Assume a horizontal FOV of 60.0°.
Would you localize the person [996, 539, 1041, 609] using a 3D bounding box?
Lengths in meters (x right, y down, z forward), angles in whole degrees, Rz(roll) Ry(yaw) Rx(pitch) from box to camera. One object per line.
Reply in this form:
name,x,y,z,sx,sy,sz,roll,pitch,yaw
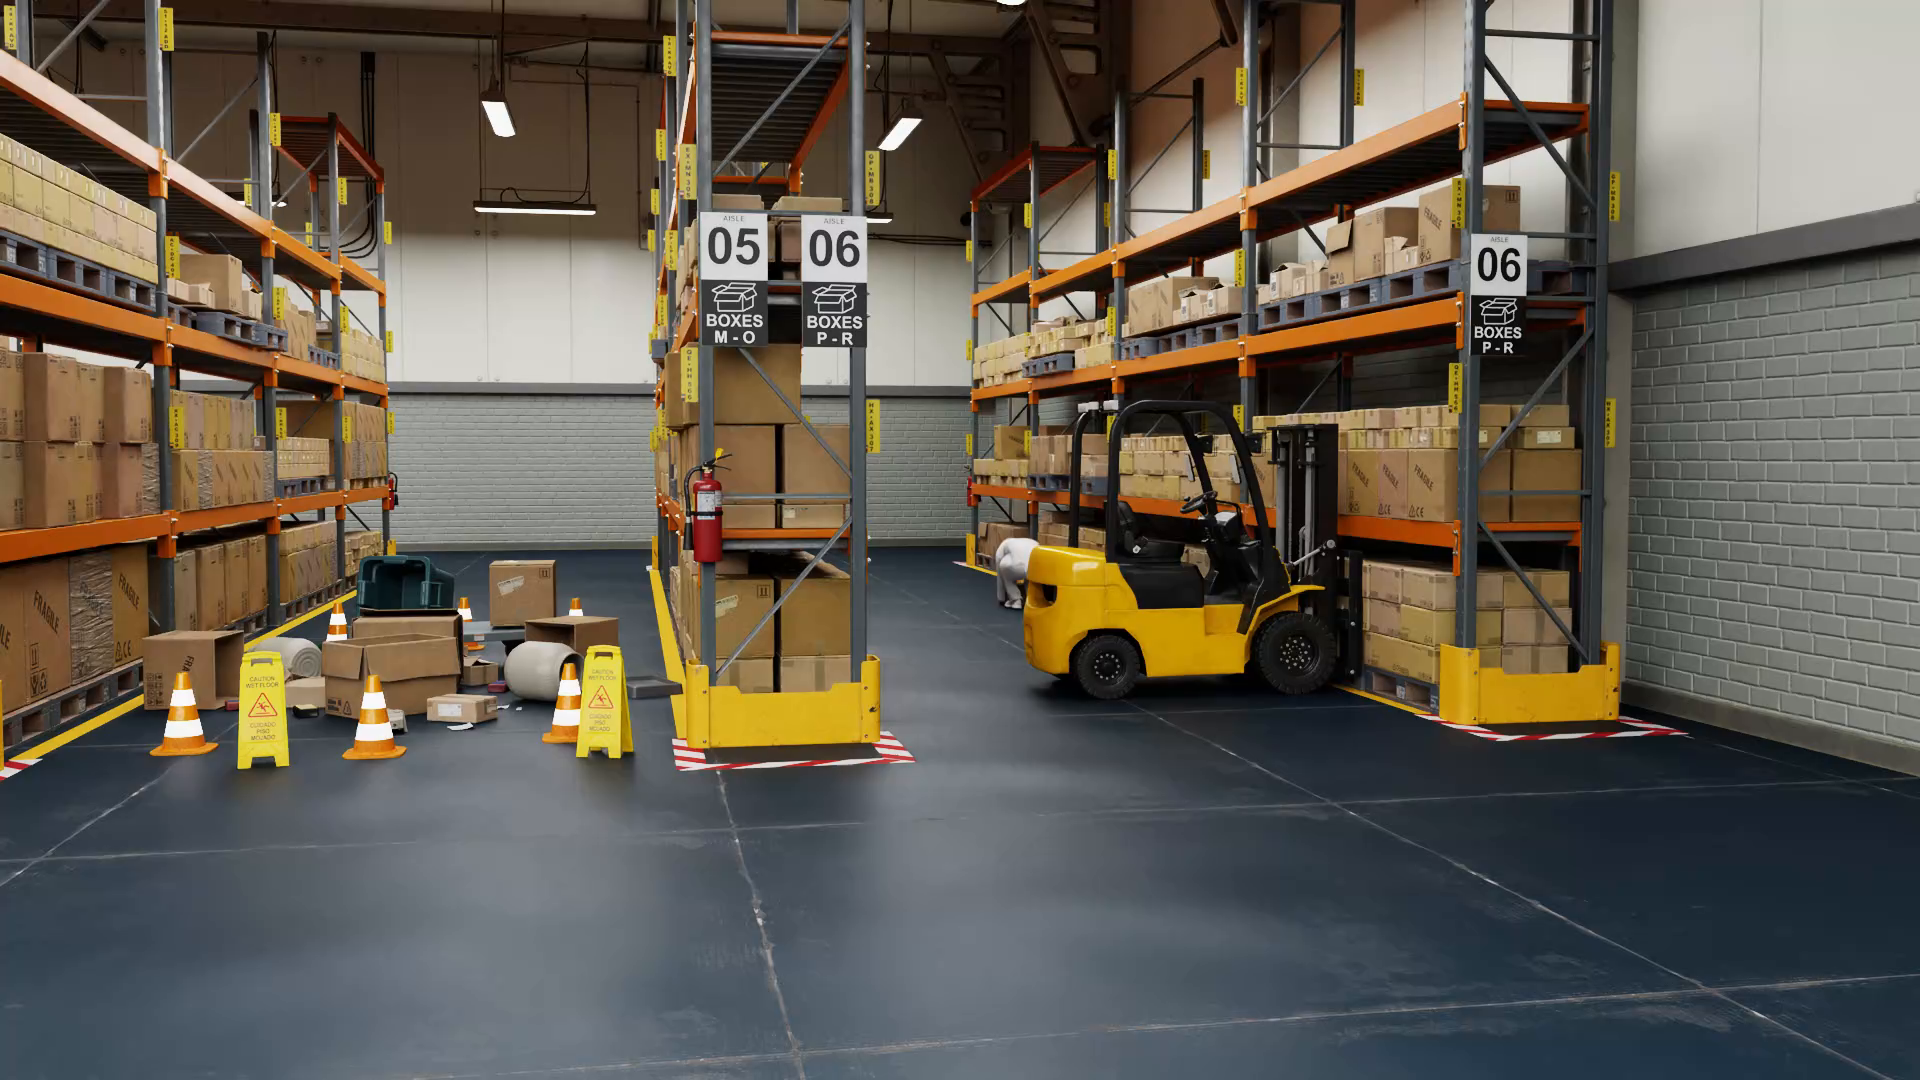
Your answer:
person,0.714,0.393,19.243,0.572,0.816,0.941,-1,3,-12
